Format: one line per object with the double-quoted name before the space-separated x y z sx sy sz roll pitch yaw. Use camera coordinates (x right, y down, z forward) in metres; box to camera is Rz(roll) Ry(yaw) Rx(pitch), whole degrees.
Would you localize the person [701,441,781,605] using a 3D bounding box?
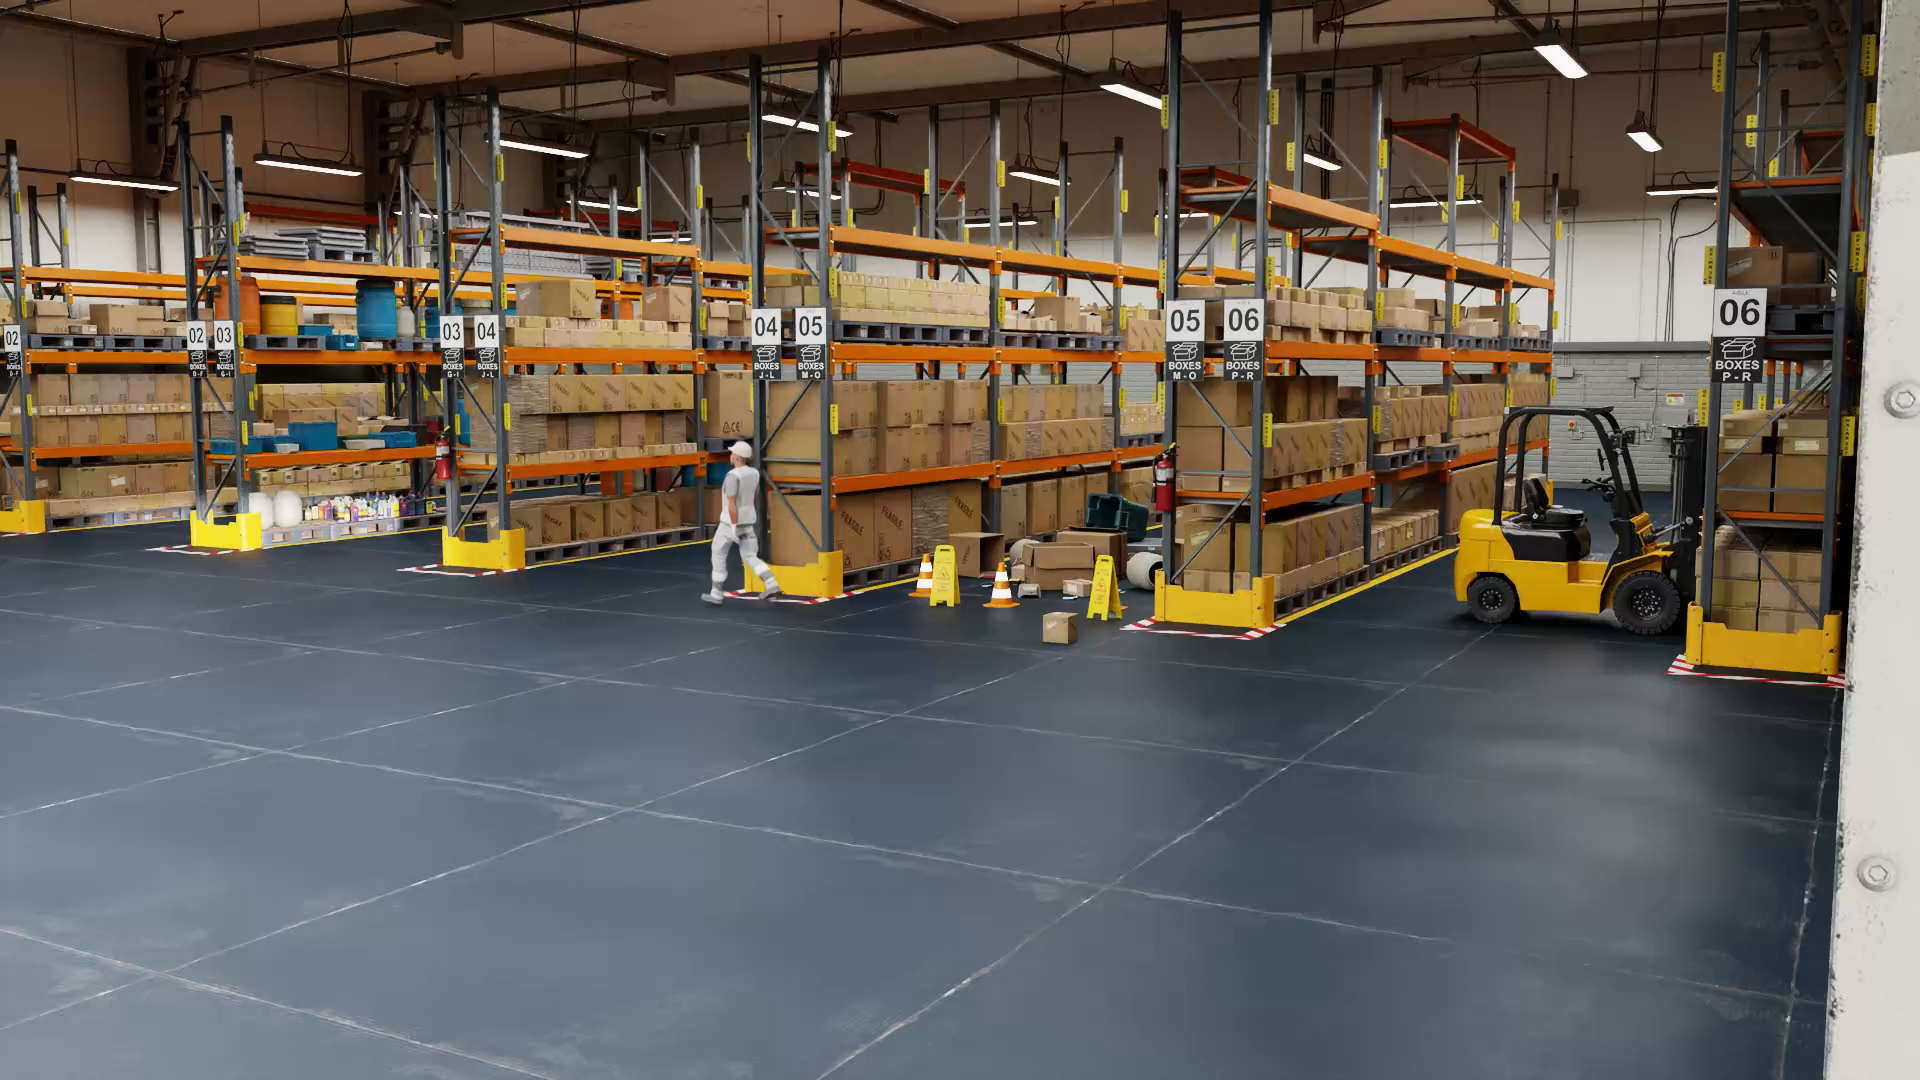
"person" -2.342 -0.175 17.668 0.987 1.751 0.532 4 7 37
